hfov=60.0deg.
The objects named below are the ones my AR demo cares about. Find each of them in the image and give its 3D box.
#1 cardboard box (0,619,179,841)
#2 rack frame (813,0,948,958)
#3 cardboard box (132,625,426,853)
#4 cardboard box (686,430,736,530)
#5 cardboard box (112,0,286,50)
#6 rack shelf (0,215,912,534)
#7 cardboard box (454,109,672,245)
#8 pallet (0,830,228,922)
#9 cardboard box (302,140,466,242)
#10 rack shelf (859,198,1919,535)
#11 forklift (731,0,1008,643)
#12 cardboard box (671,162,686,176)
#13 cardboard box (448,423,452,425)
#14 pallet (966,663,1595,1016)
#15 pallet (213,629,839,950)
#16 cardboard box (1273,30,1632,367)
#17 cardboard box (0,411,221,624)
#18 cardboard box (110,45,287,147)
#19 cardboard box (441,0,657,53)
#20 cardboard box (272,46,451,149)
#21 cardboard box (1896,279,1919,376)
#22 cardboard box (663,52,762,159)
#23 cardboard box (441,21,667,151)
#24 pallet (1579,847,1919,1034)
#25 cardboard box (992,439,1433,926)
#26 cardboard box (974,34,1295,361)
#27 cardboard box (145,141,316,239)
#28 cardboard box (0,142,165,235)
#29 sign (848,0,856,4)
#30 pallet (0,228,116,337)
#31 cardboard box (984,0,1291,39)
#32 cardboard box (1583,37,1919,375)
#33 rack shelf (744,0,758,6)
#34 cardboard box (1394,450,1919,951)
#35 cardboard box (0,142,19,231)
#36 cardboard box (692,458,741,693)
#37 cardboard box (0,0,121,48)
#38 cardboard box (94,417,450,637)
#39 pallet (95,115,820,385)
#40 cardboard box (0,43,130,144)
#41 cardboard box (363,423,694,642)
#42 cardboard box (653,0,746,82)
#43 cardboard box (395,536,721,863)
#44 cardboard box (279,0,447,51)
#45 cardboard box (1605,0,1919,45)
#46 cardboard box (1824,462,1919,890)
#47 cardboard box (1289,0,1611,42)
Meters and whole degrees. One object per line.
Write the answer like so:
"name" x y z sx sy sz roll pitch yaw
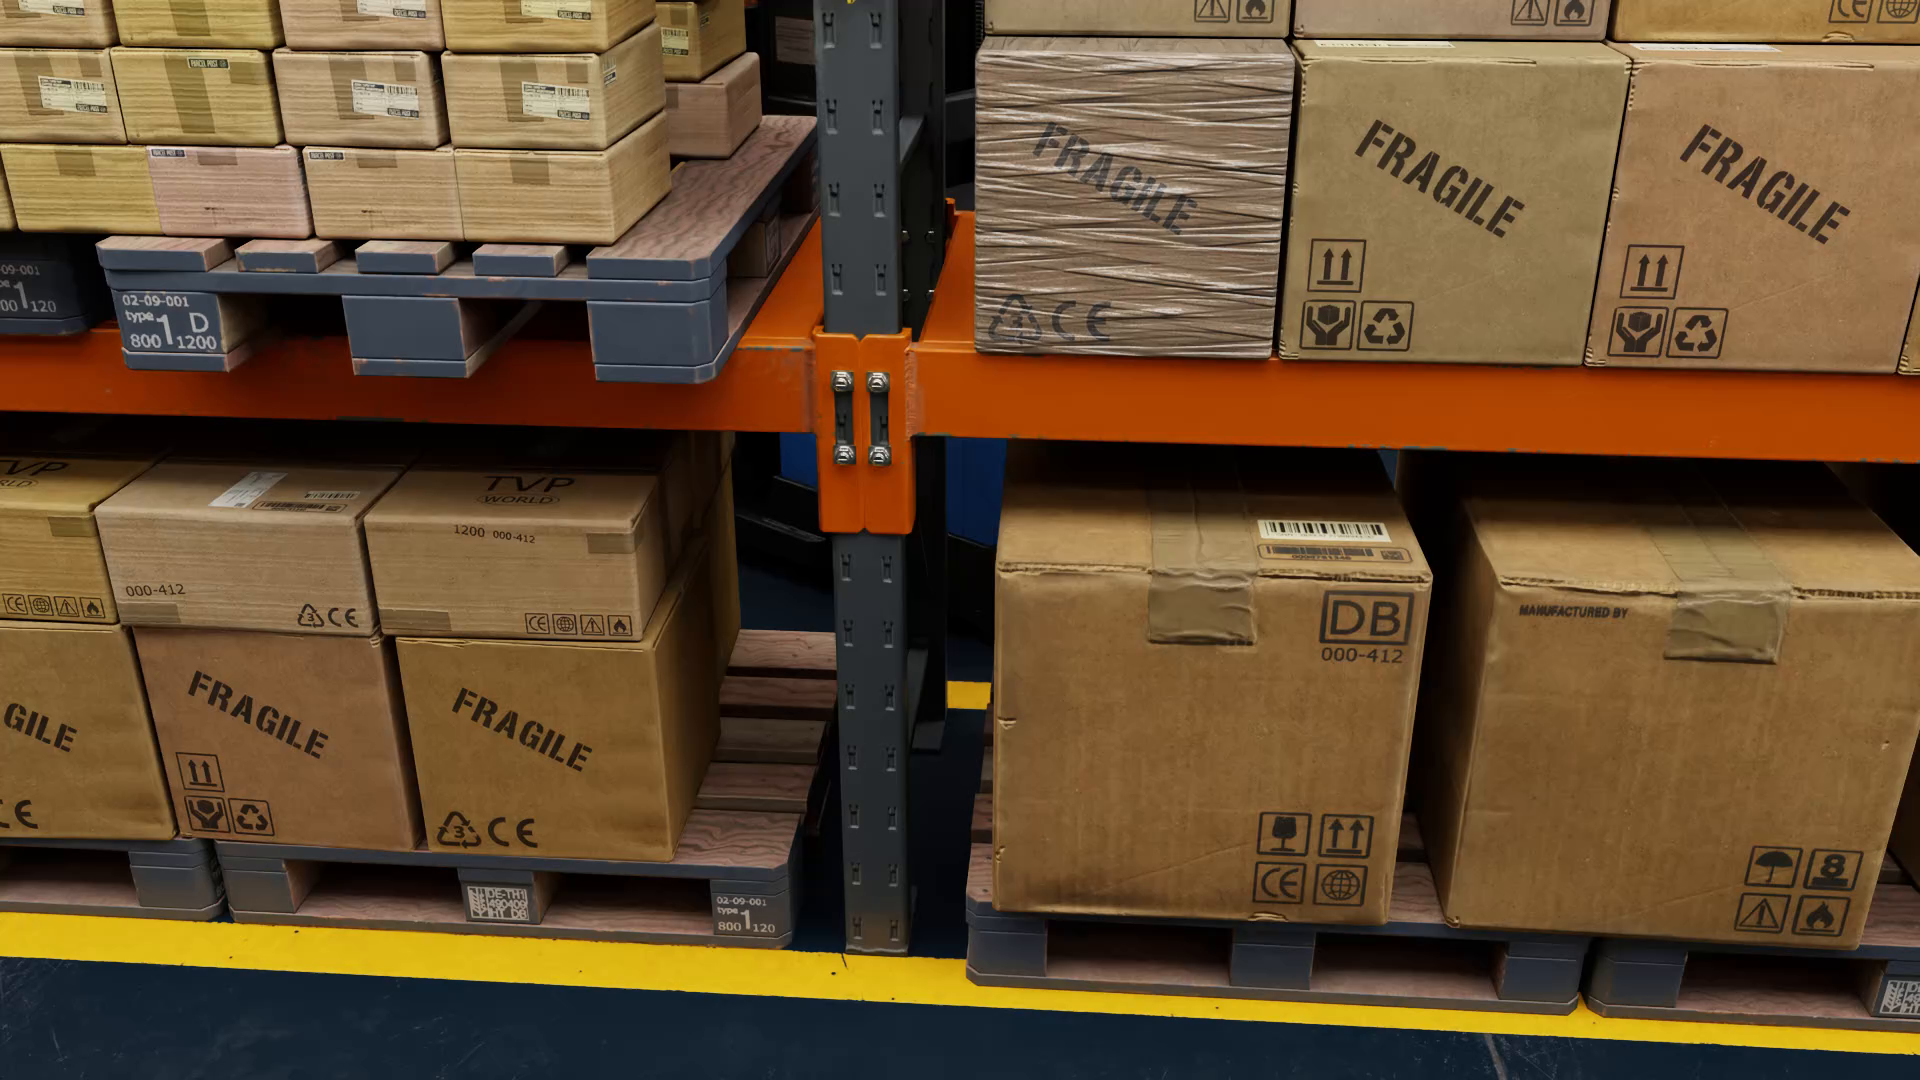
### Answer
"cardboard box" -1.855 0.284 3.531 0.500 0.500 0.500 1 25 2
"rack frame" -0.132 -0.720 3.226 0.127 3.000 1.000 2 25 4
"cardboard box" -1.326 0.295 3.509 0.500 0.500 0.500 3 25 6
"cardboard box" -0.802 -0.239 3.771 0.500 0.250 0.500 1 25 2
"cardboard box" -1.168 -0.909 2.723 0.250 0.149 0.380 3 25 6
"rack shelf" -2.127 -0.457 3.516 4.000 0.370 1.077 2 25 4
"cardboard box" -0.660 -0.621 2.809 0.250 0.149 0.380 2 25 5
"pallet" -2.125 0.481 3.952 1.213 0.211 1.003 2 25 4
"cardboard box" -0.907 -0.629 2.828 0.250 0.149 0.380 2 25 4
"rack shelf" 1.862 -0.329 3.237 4.000 0.370 1.077 2 25 4
"forklift" -0.558 -1.523 5.054 3.031 2.935 1.130 19 31 35
"cardboard box" -1.426 -2.099 8.262 0.875 0.875 0.875 2 25 5
"cardboard box" -1.307 -0.255 3.807 0.500 0.250 0.500 2 25 3
"pallet" 0.648 0.603 3.686 1.213 0.211 1.003 2 25 4
"pallet" -0.912 0.521 3.865 1.213 0.211 1.003 2 25 4
"cardboard box" 0.802 -0.623 2.897 0.500 0.500 0.500 2 25 3
"cardboard box" -1.844 -0.063 3.389 0.500 0.250 0.500 2 25 5
"cardboard box" -1.189 -0.773 2.784 0.250 0.149 0.380 2 25 5
"cardboard box" -0.656 -0.891 2.685 0.250 0.149 0.380 1 25 2
"cardboard box" -0.926 -0.766 2.768 0.250 0.149 0.380 3 25 6
"cardboard box" 1.801 -0.590 2.825 0.500 0.500 0.500 2 25 3
"cardboard box" -0.563 -0.895 3.405 0.250 0.149 0.380 2 25 3
"cardboard box" -0.660 -0.758 2.751 0.250 0.149 0.380 2 25 5
"pallet" 1.861 0.644 3.599 1.213 0.211 1.003 2 25 4
"cardboard box" 0.468 0.168 3.485 0.750 0.750 1.050 2 25 3
"cardboard box" 0.294 -0.638 2.929 0.500 0.500 0.500 2 25 5
"cardboard box" -1.163 -0.638 2.845 0.250 0.149 0.380 2 25 5
"cardboard box" -1.412 -0.647 2.866 0.250 0.149 0.380 2 25 3
"sign" -0.165 -0.983 2.508 0.005 0.325 0.100 2 25 4
"pallet" -2.109 -0.679 3.367 1.213 0.211 1.003 2 25 4
"cardboard box" 0.314 -1.201 2.956 0.500 0.500 0.700 2 25 4
"cardboard box" 1.304 -0.607 2.861 0.500 0.500 0.500 2 25 4
"rack shelf" -1.848 -2.523 8.006 4.000 0.370 1.077 2 25 4
"cardboard box" 1.340 0.195 3.427 0.750 0.750 1.050 2 25 5
"cardboard box" -1.680 -0.655 2.883 0.250 0.149 0.380 1 25 2
"cardboard box" -0.818 0.096 3.941 0.500 0.500 0.500 1 25 2
"cardboard box" -1.434 -0.916 2.738 0.250 0.149 0.380 3 25 6
"cardboard box" -1.339 -0.040 3.339 0.500 0.250 0.500 2 25 5
"pallet" -0.851 -0.611 3.219 1.003 0.211 1.213 2 25 4
"cardboard box" -1.438 -0.781 2.801 0.250 0.149 0.380 2 25 4
"cardboard box" -0.834 -0.028 3.314 0.500 0.250 0.500 1 25 3
"cardboard box" -0.599 -1.031 3.344 0.250 0.149 0.380 3 25 6
"cardboard box" -0.809 0.313 3.470 0.500 0.500 0.500 2 25 4
"cardboard box" -0.906 -0.900 2.705 0.250 0.149 0.380 2 25 3
"cardboard box" 1.330 -1.170 2.888 0.500 0.500 0.700 1 25 3
"cardboard box" 2.268 0.224 3.363 0.750 0.750 1.050 2 25 4
"cardboard box" 0.819 -1.185 2.922 0.500 0.500 0.700 1 25 3
